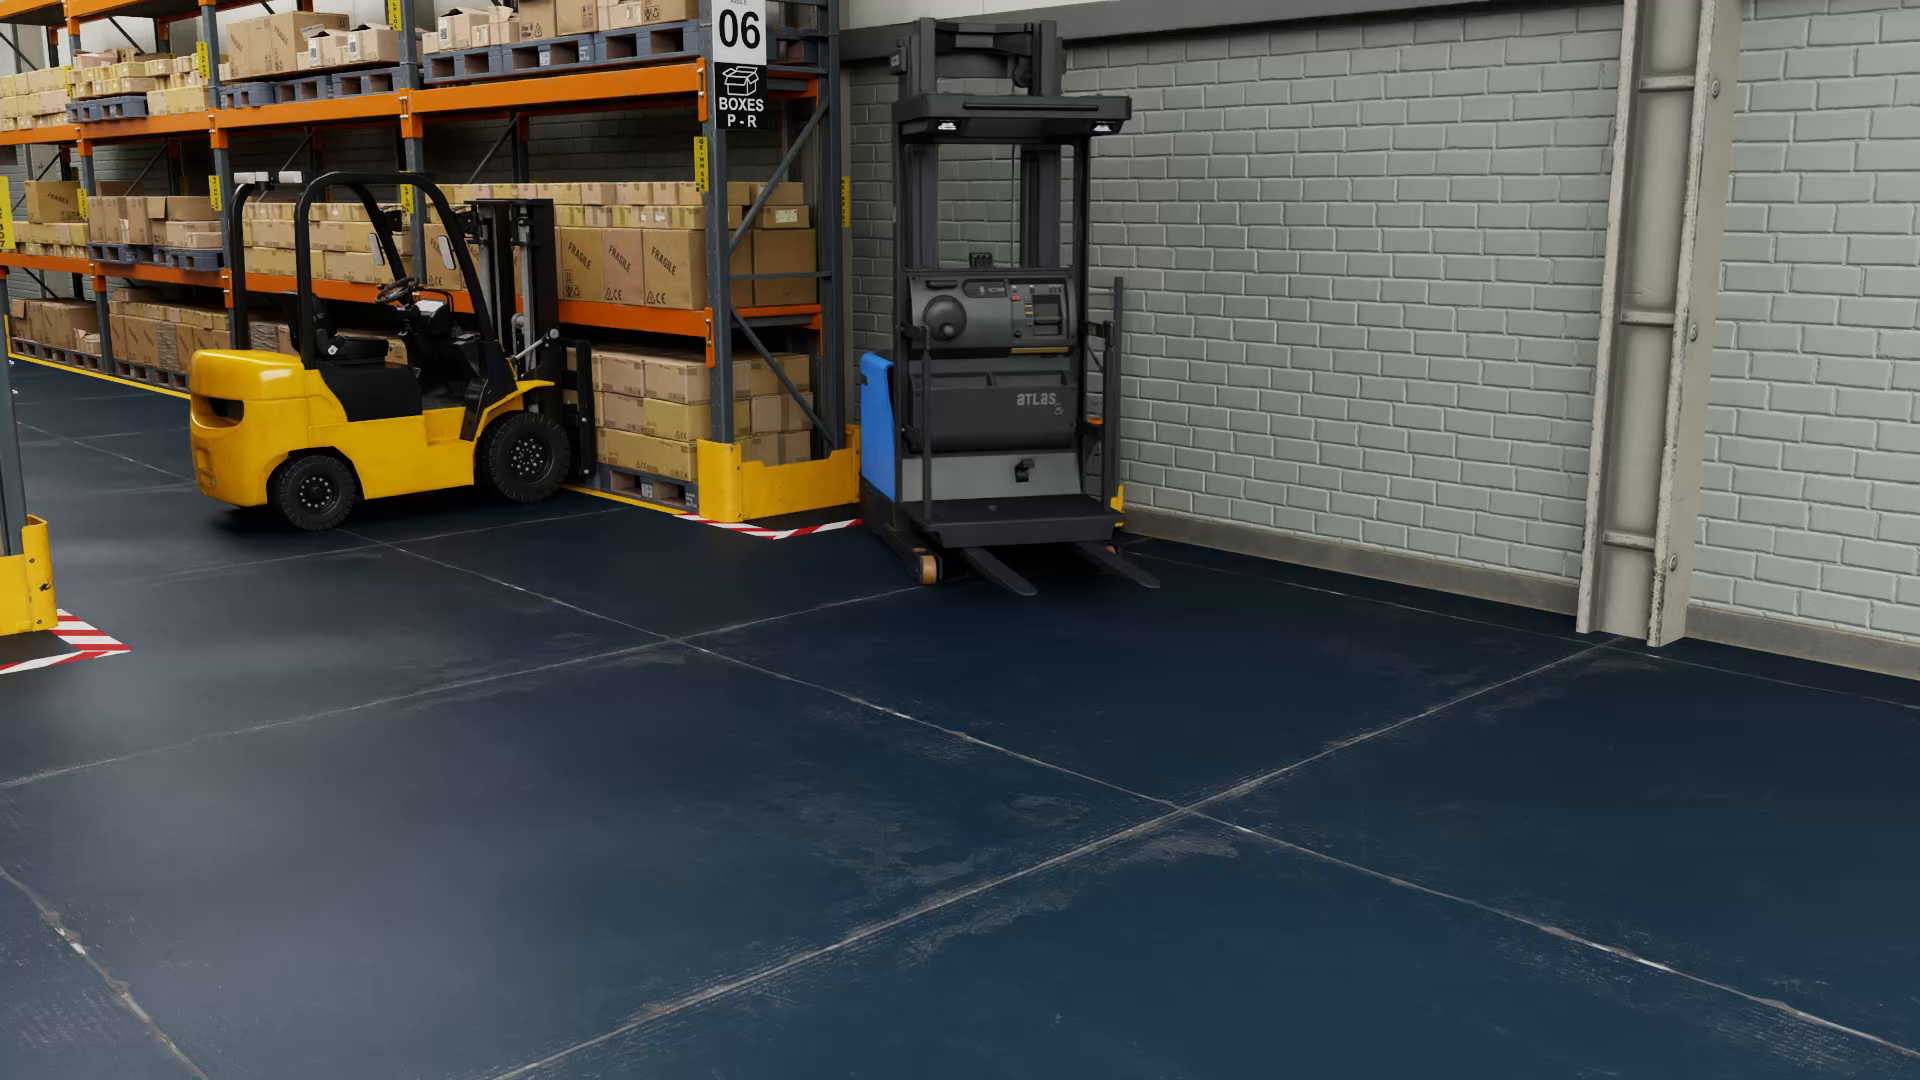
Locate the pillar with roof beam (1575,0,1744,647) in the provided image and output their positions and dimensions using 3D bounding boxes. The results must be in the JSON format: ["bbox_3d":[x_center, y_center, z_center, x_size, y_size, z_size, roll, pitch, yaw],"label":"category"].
[{"bbox_3d":[0.029,-3.371,3.972,9.100,9.000,0.400,-11,16,-43],"label":"pillar with roof beam"}]

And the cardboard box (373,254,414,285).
[{"bbox_3d":[-4.471,-2.228,13.666,0.500,0.250,0.500,-10,16,-41],"label":"cardboard box"}]

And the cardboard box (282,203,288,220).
[{"bbox_3d":[-5.923,-2.986,15.116,0.380,0.149,0.250,-11,16,-42],"label":"cardboard box"}]

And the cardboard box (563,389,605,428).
[{"bbox_3d":[-2.444,-0.959,11.669,0.500,0.250,0.500,-11,16,-44],"label":"cardboard box"}]

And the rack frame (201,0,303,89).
[{"bbox_3d":[-6.696,-5.787,15.699,1.000,3.000,0.127,-11,16,-43],"label":"rack frame"}]

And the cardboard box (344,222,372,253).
[{"bbox_3d":[-4.818,-2.546,13.970,0.500,0.250,0.500,11,16,44],"label":"cardboard box"}]

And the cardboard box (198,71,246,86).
[{"bbox_3d":[-7.115,-4.458,16.065,0.380,0.149,0.250,-10,16,-41],"label":"cardboard box"}]

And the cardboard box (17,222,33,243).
[{"bbox_3d":[-11.402,-3.837,20.739,0.500,0.250,0.500,-11,16,-44],"label":"cardboard box"}]

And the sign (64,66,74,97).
[{"bbox_3d":[-9.846,-5.078,18.410,0.100,0.325,0.005,-11,16,-43],"label":"sign"}]

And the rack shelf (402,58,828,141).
[{"bbox_3d":[-2.553,-3.090,11.824,1.077,0.370,4.000,-11,16,-43],"label":"rack shelf"}]

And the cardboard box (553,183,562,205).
[{"bbox_3d":[-2.635,-2.439,11.725,0.380,0.149,0.250,-11,16,-42],"label":"cardboard box"}]

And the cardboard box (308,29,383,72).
[{"bbox_3d":[-5.140,-4.129,14.016,0.500,0.311,0.500,11,16,43],"label":"cardboard box"}]

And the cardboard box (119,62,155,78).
[{"bbox_3d":[-8.464,-4.857,17.218,0.380,0.149,0.250,-11,16,-42],"label":"cardboard box"}]

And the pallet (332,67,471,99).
[{"bbox_3d":[-4.552,-3.767,13.803,1.217,0.209,0.805,11,16,43],"label":"pallet"}]

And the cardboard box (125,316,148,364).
[{"bbox_3d":[-8.912,-2.235,18.482,0.500,0.500,0.500,-11,16,-43],"label":"cardboard box"}]

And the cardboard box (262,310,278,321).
[{"bbox_3d":[-6.995,-2.310,17.235,0.380,0.149,0.250,-10,15,-41],"label":"cardboard box"}]

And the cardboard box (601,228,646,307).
[{"bbox_3d":[-2.053,-1.842,11.172,0.500,0.500,0.500,-10,15,-41],"label":"cardboard box"}]

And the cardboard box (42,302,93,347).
[{"bbox_3d":[-11.012,-2.674,20.610,0.500,0.500,0.500,-11,16,-42],"label":"cardboard box"}]

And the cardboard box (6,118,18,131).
[{"bbox_3d":[-11.520,-5.121,20.523,0.380,0.149,0.250,-11,16,-43],"label":"cardboard box"}]

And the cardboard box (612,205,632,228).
[{"bbox_3d":[-2.109,-2.177,11.187,0.380,0.149,0.250,-11,16,-43],"label":"cardboard box"}]

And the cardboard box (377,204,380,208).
[{"bbox_3d":[-4.653,-2.729,13.866,0.380,0.149,0.250,-11,16,-43],"label":"cardboard box"}]

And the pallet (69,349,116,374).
[{"bbox_3d":[-9.932,-2.167,19.906,1.003,0.211,1.213,-11,16,-43],"label":"pallet"}]

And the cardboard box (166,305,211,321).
[{"bbox_3d":[-8.249,-2.425,17.794,0.380,0.149,0.250,-11,16,-42],"label":"cardboard box"}]

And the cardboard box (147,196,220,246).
[{"bbox_3d":[-7.957,-3.317,17.282,0.637,0.503,0.797,11,16,44],"label":"cardboard box"}]

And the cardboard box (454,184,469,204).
[{"bbox_3d":[-3.670,-2.666,12.826,0.380,0.149,0.250,-11,16,-42],"label":"cardboard box"}]

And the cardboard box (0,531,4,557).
[{"bbox_3d":[-5.116,-0.004,8.271,0.500,0.250,0.500,-11,16,-43],"label":"cardboard box"}]

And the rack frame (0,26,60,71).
[{"bbox_3d":[-12.221,-6.954,21.366,1.000,3.000,0.127,-11,16,-43],"label":"rack frame"}]

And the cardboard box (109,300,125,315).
[{"bbox_3d":[-9.403,-2.642,18.848,0.380,0.149,0.250,-10,15,-40],"label":"cardboard box"}]

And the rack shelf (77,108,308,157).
[{"bbox_3d":[-8.077,-4.257,17.491,1.077,0.370,4.000,-11,16,-43],"label":"rack shelf"}]

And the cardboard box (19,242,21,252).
[{"bbox_3d":[-11.777,-3.743,21.266,0.380,0.149,0.250,-11,16,-43],"label":"cardboard box"}]

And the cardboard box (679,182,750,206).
[{"bbox_3d":[-1.571,-2.216,10.643,0.380,0.149,0.250,-11,16,-42],"label":"cardboard box"}]

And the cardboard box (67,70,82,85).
[{"bbox_3d":[-9.569,-5.074,18.269,0.380,0.149,0.250,-10,15,-41],"label":"cardboard box"}]

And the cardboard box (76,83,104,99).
[{"bbox_3d":[-9.386,-4.891,18.120,0.380,0.149,0.250,-11,16,-42],"label":"cardboard box"}]

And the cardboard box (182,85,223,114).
[{"bbox_3d":[-7.226,-4.285,16.216,0.500,0.250,0.500,11,16,43],"label":"cardboard box"}]

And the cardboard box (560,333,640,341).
[{"bbox_3d":[-2.754,-1.421,12.671,0.500,0.250,0.500,-11,16,-42],"label":"cardboard box"}]

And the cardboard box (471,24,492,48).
[{"bbox_3d":[-3.313,-3.646,12.073,0.380,0.149,0.250,-10,15,-41],"label":"cardboard box"}]

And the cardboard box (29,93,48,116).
[{"bbox_3d":[-10.685,-5.160,19.724,0.500,0.250,0.500,-10,16,-41],"label":"cardboard box"}]

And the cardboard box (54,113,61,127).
[{"bbox_3d":[-10.266,-4.866,19.287,0.380,0.149,0.250,-10,15,-41],"label":"cardboard box"}]

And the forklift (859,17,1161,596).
[{"bbox_3d":[0.238,-1.280,8.859,1.130,2.935,3.031,-3,12,-14],"label":"forklift"}]

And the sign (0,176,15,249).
[{"bbox_3d":[-4.367,-1.488,7.557,0.100,0.325,0.005,-11,16,-43],"label":"sign"}]

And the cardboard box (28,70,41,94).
[{"bbox_3d":[-10.682,-5.407,19.683,0.500,0.250,0.500,-11,16,-42],"label":"cardboard box"}]

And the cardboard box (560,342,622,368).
[{"bbox_3d":[-2.772,-1.274,11.959,0.500,0.250,0.500,-11,16,-44],"label":"cardboard box"}]

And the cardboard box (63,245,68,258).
[{"bbox_3d":[-10.415,-3.432,19.760,0.380,0.149,0.250,-10,16,-41],"label":"cardboard box"}]

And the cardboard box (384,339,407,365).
[{"bbox_3d":[-4.302,-1.382,14.030,0.875,0.625,0.625,-10,15,-40],"label":"cardboard box"}]

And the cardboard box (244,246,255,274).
[{"bbox_3d":[-6.567,-2.676,15.840,0.500,0.250,0.500,-11,16,-42],"label":"cardboard box"}]

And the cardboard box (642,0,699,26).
[{"bbox_3d":[-1.654,-3.484,10.421,0.500,0.500,0.500,-10,15,-41],"label":"cardboard box"}]

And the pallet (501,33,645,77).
[{"bbox_3d":[-2.488,-3.392,11.726,1.003,0.211,1.213,-11,16,-43],"label":"pallet"}]

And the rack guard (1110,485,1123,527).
[{"bbox_3d":[0.763,-0.186,9.948,0.587,0.250,0.087,-7,11,-44],"label":"rack guard"}]

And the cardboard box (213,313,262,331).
[{"bbox_3d":[-7.220,-2.184,16.627,0.250,0.149,0.380,11,16,42],"label":"cardboard box"}]

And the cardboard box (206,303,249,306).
[{"bbox_3d":[-8.071,-2.535,18.328,0.380,0.149,0.250,-11,16,-42],"label":"cardboard box"}]

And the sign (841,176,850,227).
[{"bbox_3d":[-0.766,-2.220,10.913,0.100,0.325,0.005,-11,16,-43],"label":"sign"}]

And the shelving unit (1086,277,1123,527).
[{"bbox_3d":[0.417,-0.855,10.215,0.587,1.500,1.083,-7,11,-44],"label":"shelving unit"}]
